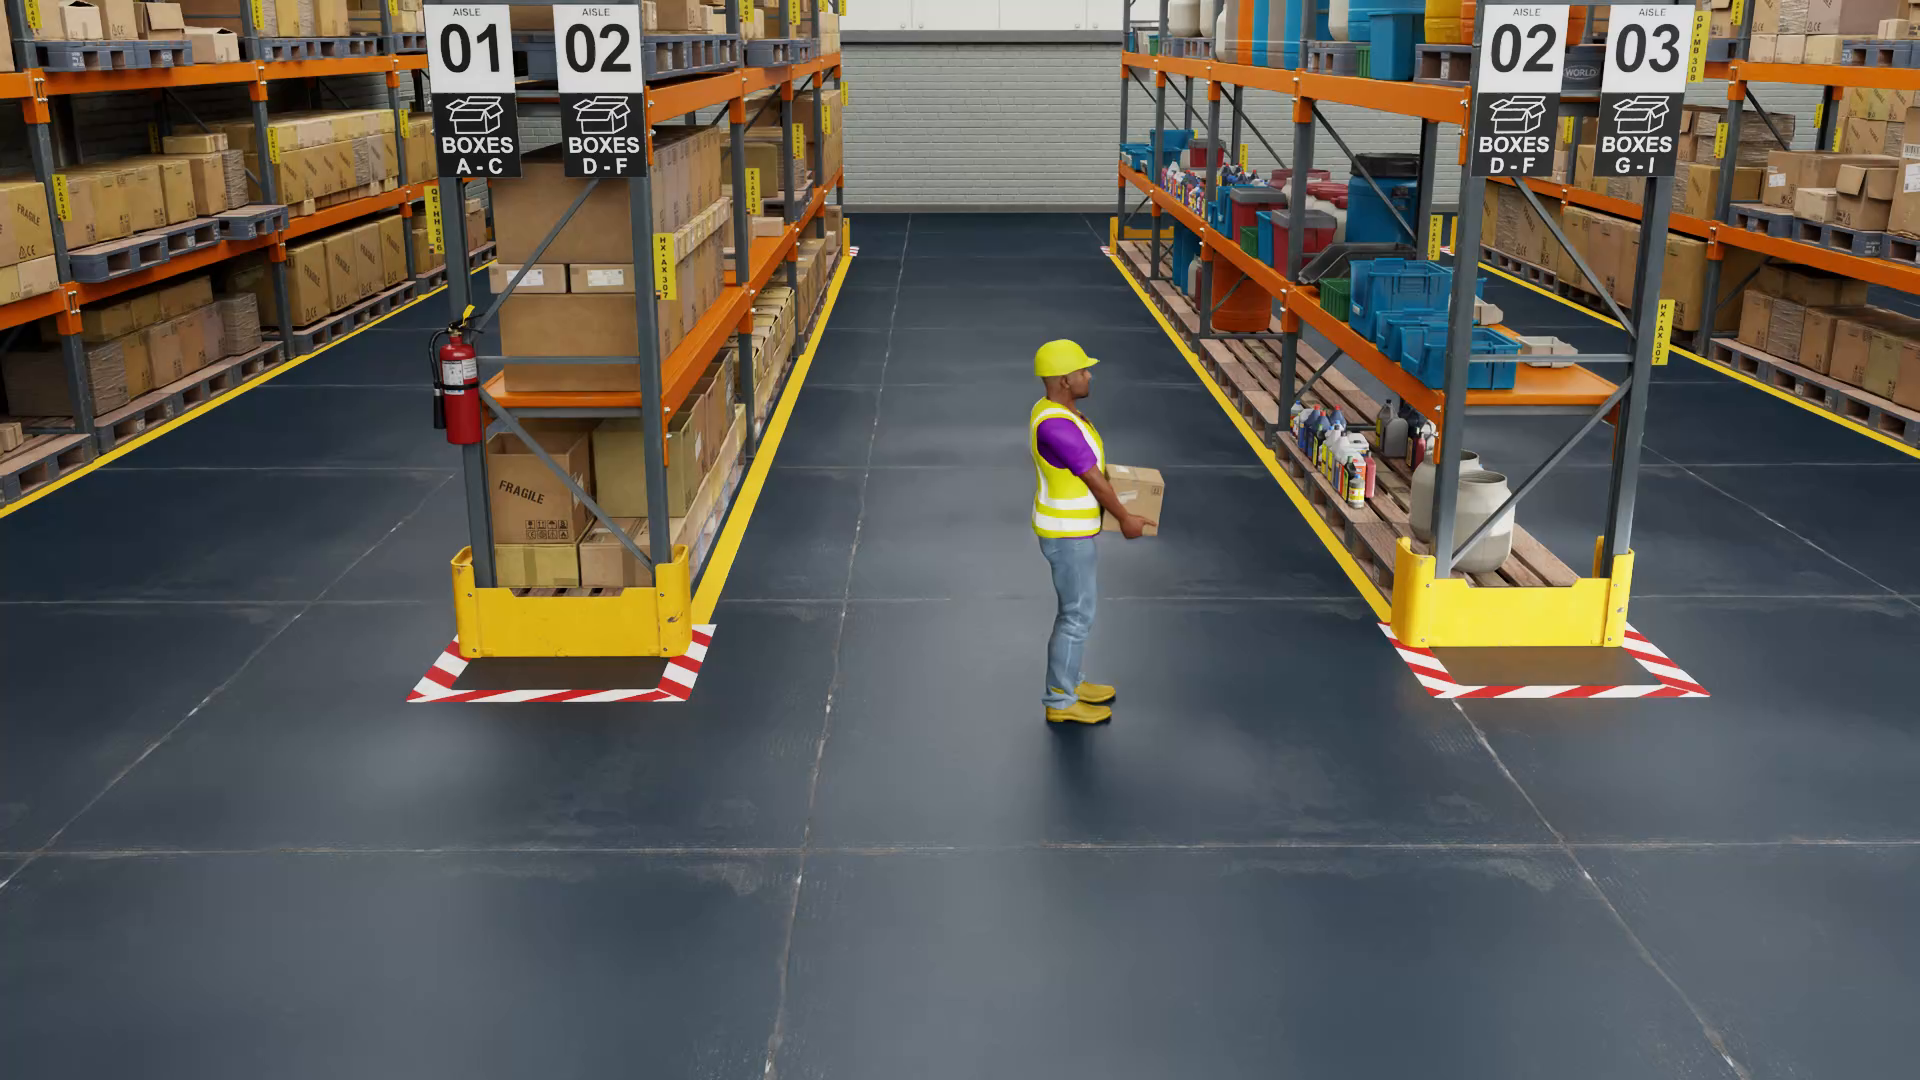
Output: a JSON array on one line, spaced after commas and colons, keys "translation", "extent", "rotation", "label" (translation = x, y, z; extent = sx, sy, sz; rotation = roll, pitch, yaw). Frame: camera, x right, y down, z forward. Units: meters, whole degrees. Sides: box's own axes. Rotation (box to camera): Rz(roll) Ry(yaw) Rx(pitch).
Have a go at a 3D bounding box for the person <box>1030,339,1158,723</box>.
[{"translation": [0.602, -0.047, 7.669], "extent": [0.581, 1.759, 0.504], "rotation": [0, 17, 0], "label": "person"}]
